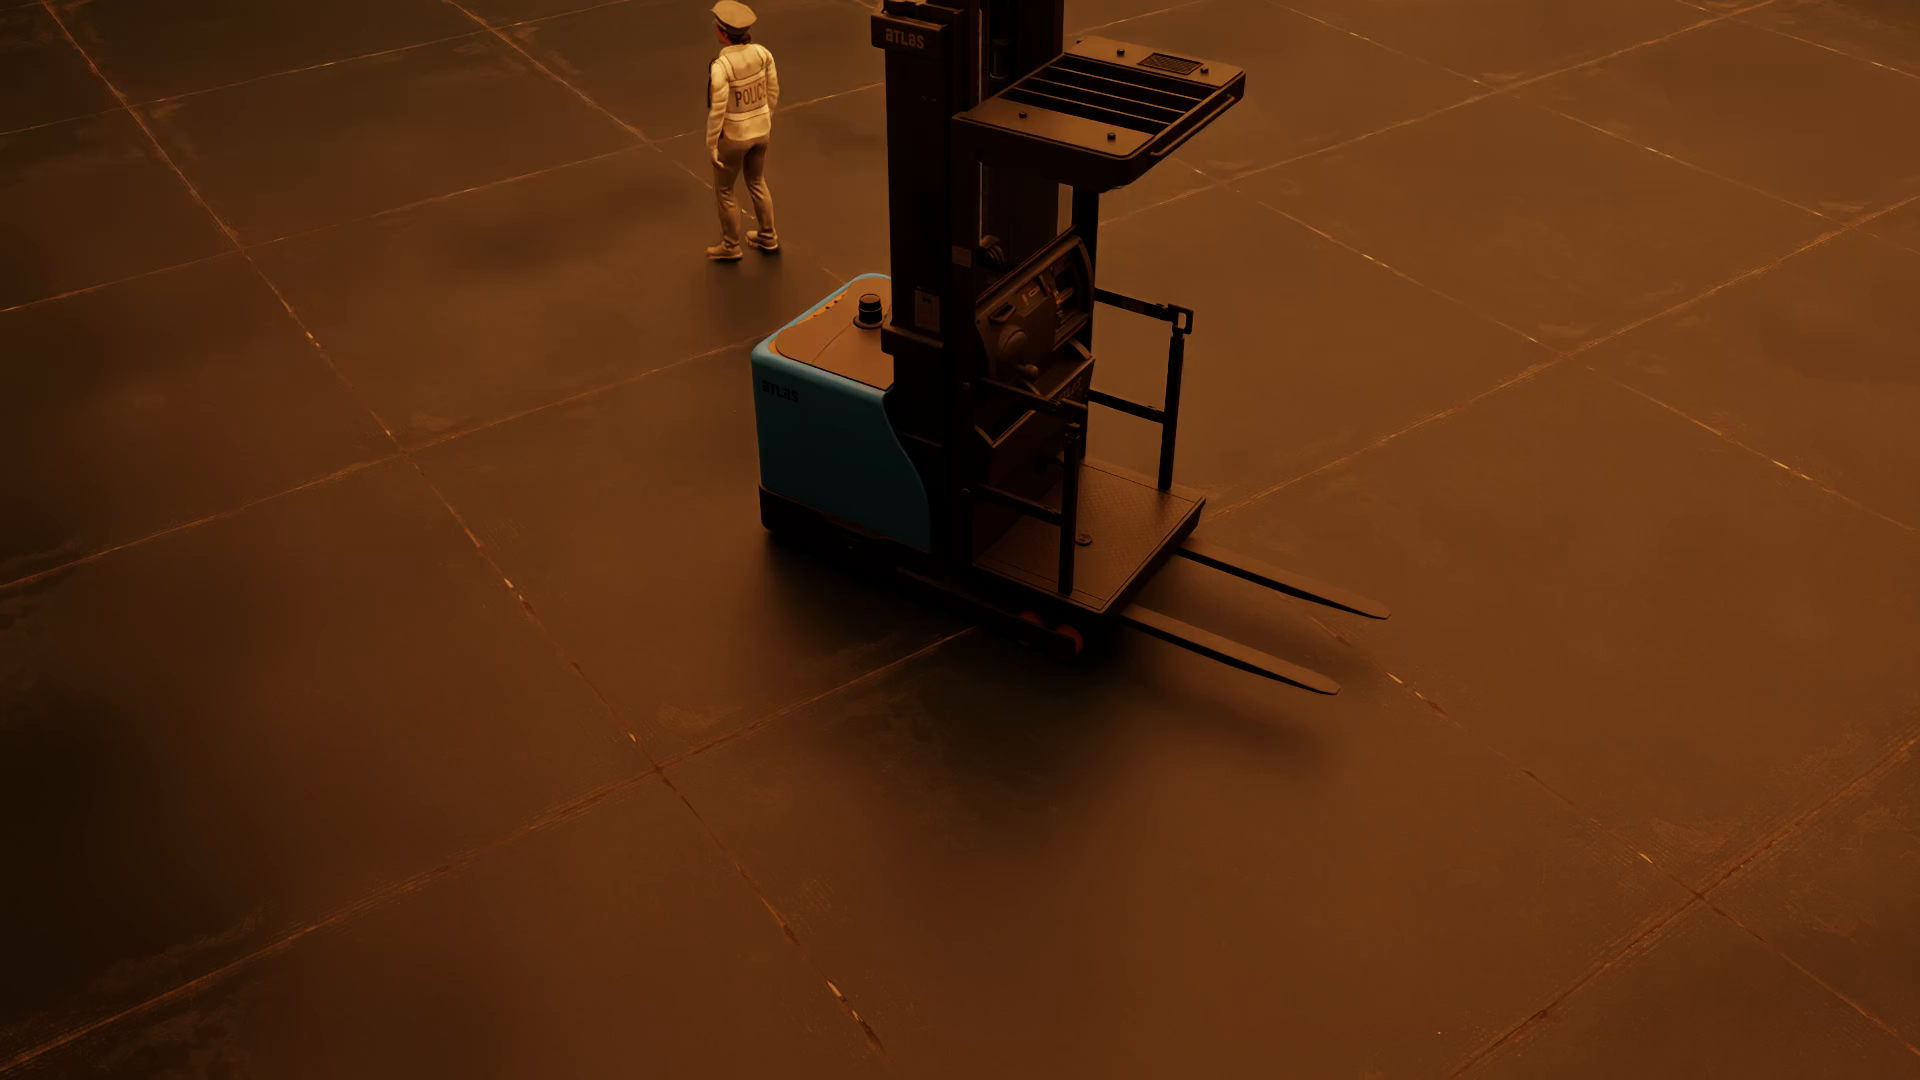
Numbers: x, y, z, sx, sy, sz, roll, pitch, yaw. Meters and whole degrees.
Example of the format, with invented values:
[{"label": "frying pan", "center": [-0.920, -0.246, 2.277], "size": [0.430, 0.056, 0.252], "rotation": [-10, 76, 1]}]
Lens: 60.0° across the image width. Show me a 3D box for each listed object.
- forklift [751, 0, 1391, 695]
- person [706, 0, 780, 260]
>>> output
[{"label": "forklift", "center": [0.514, -0.985, 7.276], "size": [3.031, 2.935, 1.130], "rotation": [21, 41, 26]}, {"label": "person", "center": [-1.407, -2.558, 10.472], "size": [0.450, 1.712, 0.568], "rotation": [30, 46, 34]}]
